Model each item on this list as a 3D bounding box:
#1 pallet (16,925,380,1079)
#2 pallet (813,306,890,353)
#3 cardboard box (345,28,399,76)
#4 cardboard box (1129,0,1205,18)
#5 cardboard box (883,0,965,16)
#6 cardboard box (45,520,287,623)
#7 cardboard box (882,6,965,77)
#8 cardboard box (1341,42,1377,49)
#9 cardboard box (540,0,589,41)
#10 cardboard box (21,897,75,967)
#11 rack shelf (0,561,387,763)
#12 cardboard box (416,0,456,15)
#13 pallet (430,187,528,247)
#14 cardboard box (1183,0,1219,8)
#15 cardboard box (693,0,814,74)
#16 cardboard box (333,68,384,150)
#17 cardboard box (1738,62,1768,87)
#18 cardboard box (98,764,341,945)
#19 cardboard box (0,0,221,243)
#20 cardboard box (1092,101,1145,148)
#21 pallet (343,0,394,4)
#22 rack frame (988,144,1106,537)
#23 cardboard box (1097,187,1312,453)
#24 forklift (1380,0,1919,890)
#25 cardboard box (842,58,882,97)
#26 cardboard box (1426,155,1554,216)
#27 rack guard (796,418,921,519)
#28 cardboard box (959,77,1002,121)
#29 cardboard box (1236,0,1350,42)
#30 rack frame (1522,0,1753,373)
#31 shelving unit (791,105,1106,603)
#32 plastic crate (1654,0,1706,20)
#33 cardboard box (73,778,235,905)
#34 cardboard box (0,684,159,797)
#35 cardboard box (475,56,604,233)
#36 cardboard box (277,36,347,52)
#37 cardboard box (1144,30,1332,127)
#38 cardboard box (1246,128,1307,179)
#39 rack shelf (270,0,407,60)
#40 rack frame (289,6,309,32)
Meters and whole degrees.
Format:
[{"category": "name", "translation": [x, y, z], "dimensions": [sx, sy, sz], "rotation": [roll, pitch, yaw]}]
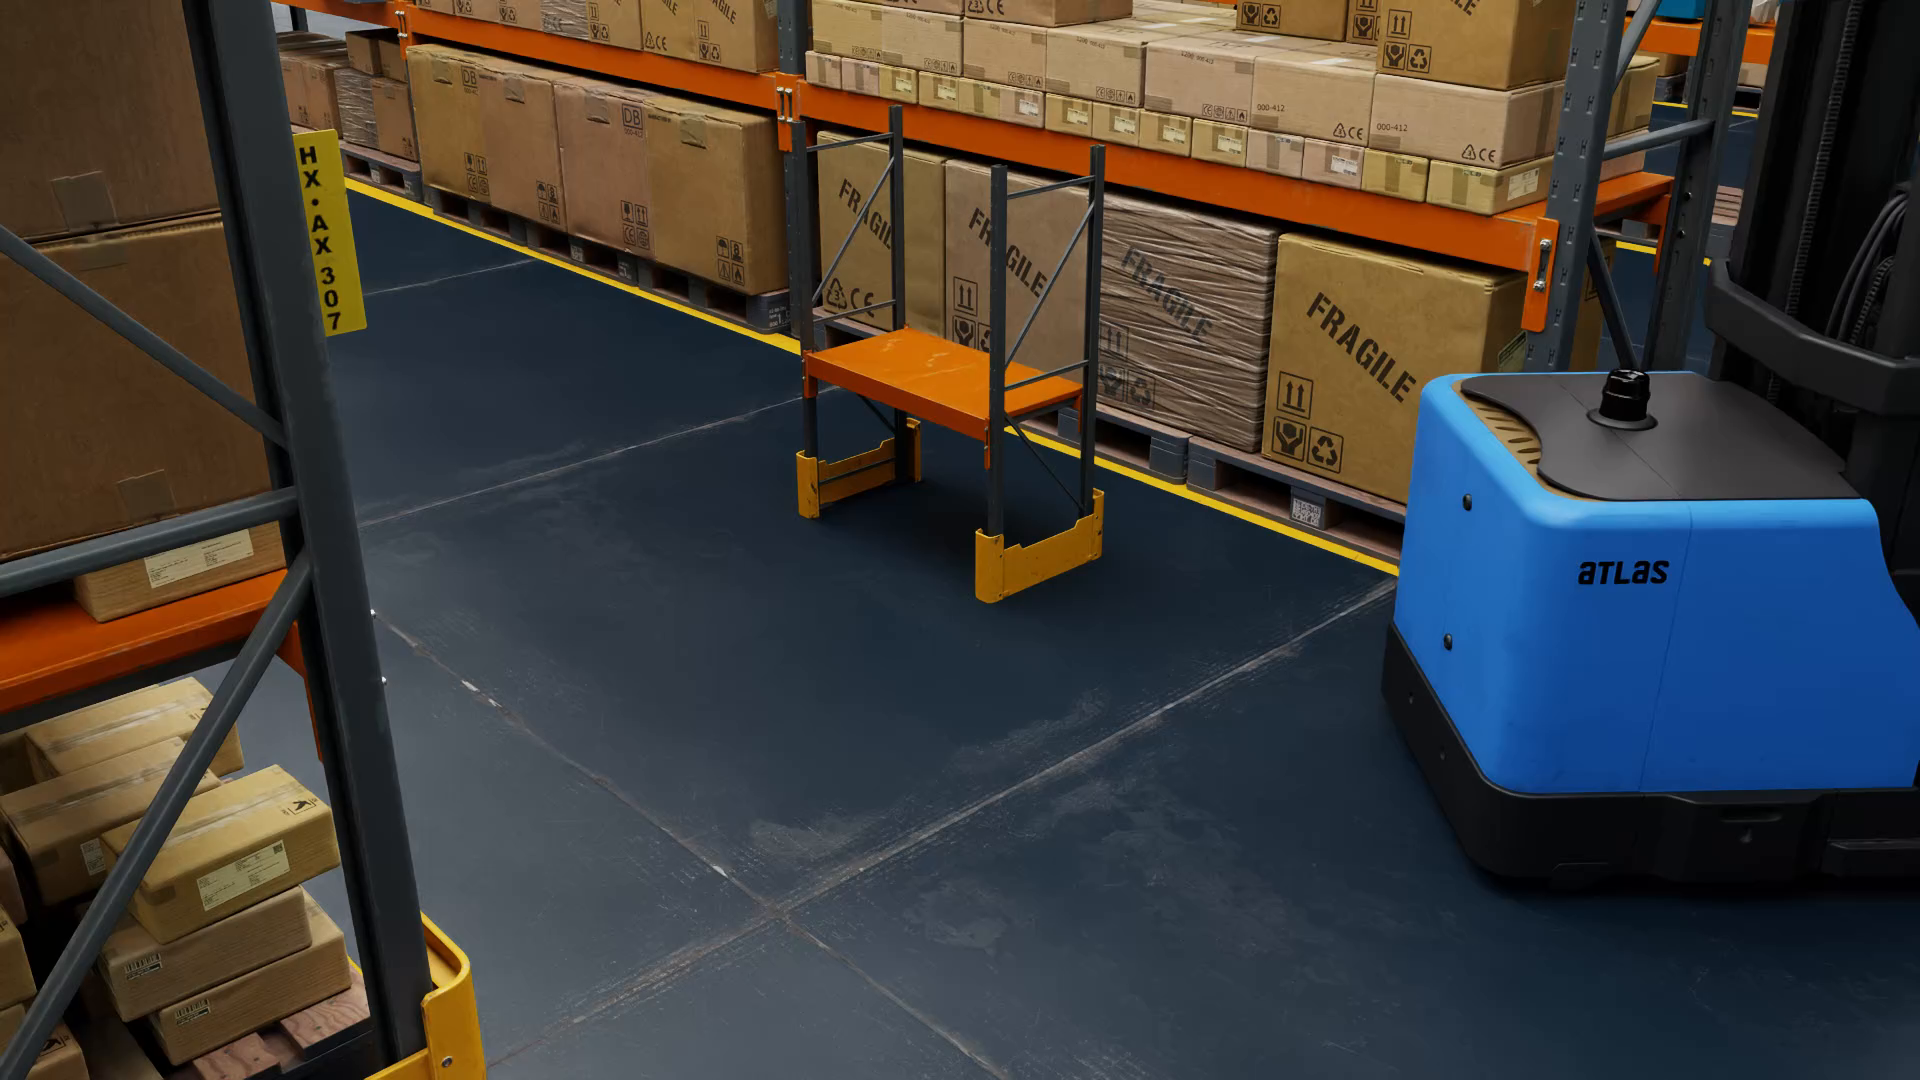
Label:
[{"category": "pallet", "translation": [-1.997, 1.052, 3.691], "dimensions": [1.003, 0.211, 1.213], "rotation": [-21, 32, -38]}, {"category": "pallet", "translation": [0.002, -1.005, 8.199], "dimensions": [1.003, 0.211, 1.213], "rotation": [-21, 32, -38]}, {"category": "cardboard box", "translation": [-4.044, -3.494, 11.874], "dimensions": [0.500, 0.250, 0.500], "rotation": [-17, 30, -33]}, {"category": "cardboard box", "translation": [0.738, -2.223, 7.332], "dimensions": [0.500, 0.250, 0.500], "rotation": [-20, 32, -37]}, {"category": "cardboard box", "translation": [0.011, -2.565, 7.178], "dimensions": [0.500, 0.500, 0.500], "rotation": [-21, 32, -38]}, {"category": "cardboard box", "translation": [-1.398, -0.015, 2.971], "dimensions": [0.380, 0.149, 0.250], "rotation": [-22, 32, -39]}, {"category": "cardboard box", "translation": [0.006, -2.225, 7.335], "dimensions": [0.500, 0.250, 0.500], "rotation": [-21, 32, -39]}, {"category": "cardboard box", "translation": [1.783, -1.759, 6.314], "dimensions": [0.500, 0.250, 0.500], "rotation": [-22, 32, -39]}, {"category": "cardboard box", "translation": [-2.014, -3.097, 9.305], "dimensions": [0.500, 0.500, 0.500], "rotation": [-21, 32, -38]}, {"category": "cardboard box", "translation": [-1.954, 0.789, 3.835], "dimensions": [0.380, 0.149, 0.250], "rotation": [-21, 32, -38]}, {"category": "rack shelf", "translation": [-2.783, -0.217, 3.977], "dimensions": [1.077, 0.370, 4.000], "rotation": [-21, 32, -38]}, {"category": "cardboard box", "translation": [-3.061, -3.559, 10.317], "dimensions": [0.500, 0.500, 0.500], "rotation": [-20, 31, -37]}, {"category": "pallet", "translation": [-2.710, -2.209, 10.838], "dimensions": [1.003, 0.211, 1.213], "rotation": [-21, 32, -38]}, {"category": "cardboard box", "translation": [2.805, -5.886, 18.345], "dimensions": [0.500, 0.250, 0.500], "rotation": [-20, 31, -37]}, {"category": "cardboard box", "translation": [-0.979, -2.636, 8.294], "dimensions": [0.500, 0.500, 0.500], "rotation": [-21, 32, -38]}, {"category": "cardboard box", "translation": [-4.055, -3.163, 12.050], "dimensions": [0.500, 0.500, 0.700], "rotation": [21, 32, 38]}, {"category": "cardboard box", "translation": [6.902, -4.124, 14.385], "dimensions": [0.500, 0.311, 0.500], "rotation": [-21, 32, -38]}, {"category": "cardboard box", "translation": [-1.526, 0.642, 3.440], "dimensions": [0.250, 0.149, 0.380], "rotation": [22, 32, 39]}, {"category": "cardboard box", "translation": [-1.529, -0.785, 2.673], "dimensions": [0.500, 0.500, 0.500], "rotation": [-21, 32, -39]}, {"category": "cardboard box", "translation": [0.745, -1.678, 6.616], "dimensions": [0.380, 0.149, 0.250], "rotation": [-20, 32, -37]}, {"category": "pallet", "translation": [-3.759, -3.837, 11.277], "dimensions": [1.213, 0.211, 1.003], "rotation": [-21, 32, -38]}, {"category": "rack frame", "translation": [0.289, -0.554, 5.658], "dimensions": [0.500, 1.500, 0.032], "rotation": [-21, 32, -38]}, {"category": "cardboard box", "translation": [1.156, -0.986, 6.851], "dimensions": [0.875, 0.875, 0.875], "rotation": [-21, 32, -38]}, {"category": "forklift", "translation": [2.811, -0.652, 4.147], "dimensions": [3.031, 2.935, 1.130], "rotation": [-1, 25, -2]}, {"category": "cardboard box", "translation": [-0.321, -2.148, 7.648], "dimensions": [0.250, 0.149, 0.380], "rotation": [23, 33, 40]}, {"category": "cardboard box", "translation": [1.790, -1.215, 5.601], "dimensions": [0.380, 0.149, 0.250], "rotation": [-20, 32, -38]}, {"category": "rack guard", "translation": [-0.392, -0.288, 6.579], "dimensions": [0.587, 0.250, 0.087], "rotation": [-21, 32, -38]}, {"category": "cardboard box", "translation": [0.215, -1.912, 7.130], "dimensions": [0.380, 0.149, 0.250], "rotation": [-22, 32, -39]}, {"category": "cardboard box", "translation": [1.442, -2.251, 6.490], "dimensions": [0.500, 0.500, 0.500], "rotation": [-22, 33, -40]}, {"category": "rack frame", "translation": [2.274, -1.314, 5.517], "dimensions": [1.000, 3.000, 0.127], "rotation": [-21, 32, -38]}, {"category": "shelving unit", "translation": [-0.052, -0.705, 5.989], "dimensions": [0.587, 1.500, 1.083], "rotation": [-21, 32, -38]}, {"category": "plastic crate", "translation": [4.298, -3.220, 9.824], "dimensions": [0.416, 0.233, 0.300], "rotation": [-21, 32, -38]}, {"category": "cardboard box", "translation": [-1.733, 0.702, 3.667], "dimensions": [0.380, 0.149, 0.250], "rotation": [-21, 32, -39]}, {"category": "cardboard box", "translation": [-2.111, 0.429, 3.909], "dimensions": [0.250, 0.149, 0.380], "rotation": [22, 32, 39]}, {"category": "cardboard box", "translation": [-2.134, -2.475, 10.116], "dimensions": [1.225, 0.875, 0.875], "rotation": [-21, 32, -38]}, {"category": "cardboard box", "translation": [-5.212, -3.671, 13.164], "dimensions": [0.700, 0.500, 0.500], "rotation": [-21, 32, -39]}, {"category": "cardboard box", "translation": [1.054, -1.761, 6.318], "dimensions": [0.500, 0.250, 0.500], "rotation": [22, 33, 40]}, {"category": "cardboard box", "translation": [1.270, -1.445, 6.107], "dimensions": [0.380, 0.149, 0.250], "rotation": [-21, 32, -38]}, {"category": "rack shelf", "translation": [-4.561, -4.017, 12.308], "dimensions": [1.077, 0.370, 4.000], "rotation": [-21, 32, -38]}, {"category": "rack frame", "translation": [-5.928, -4.950, 13.486], "dimensions": [1.000, 3.000, 0.127], "rotation": [-21, 32, -38]}]
